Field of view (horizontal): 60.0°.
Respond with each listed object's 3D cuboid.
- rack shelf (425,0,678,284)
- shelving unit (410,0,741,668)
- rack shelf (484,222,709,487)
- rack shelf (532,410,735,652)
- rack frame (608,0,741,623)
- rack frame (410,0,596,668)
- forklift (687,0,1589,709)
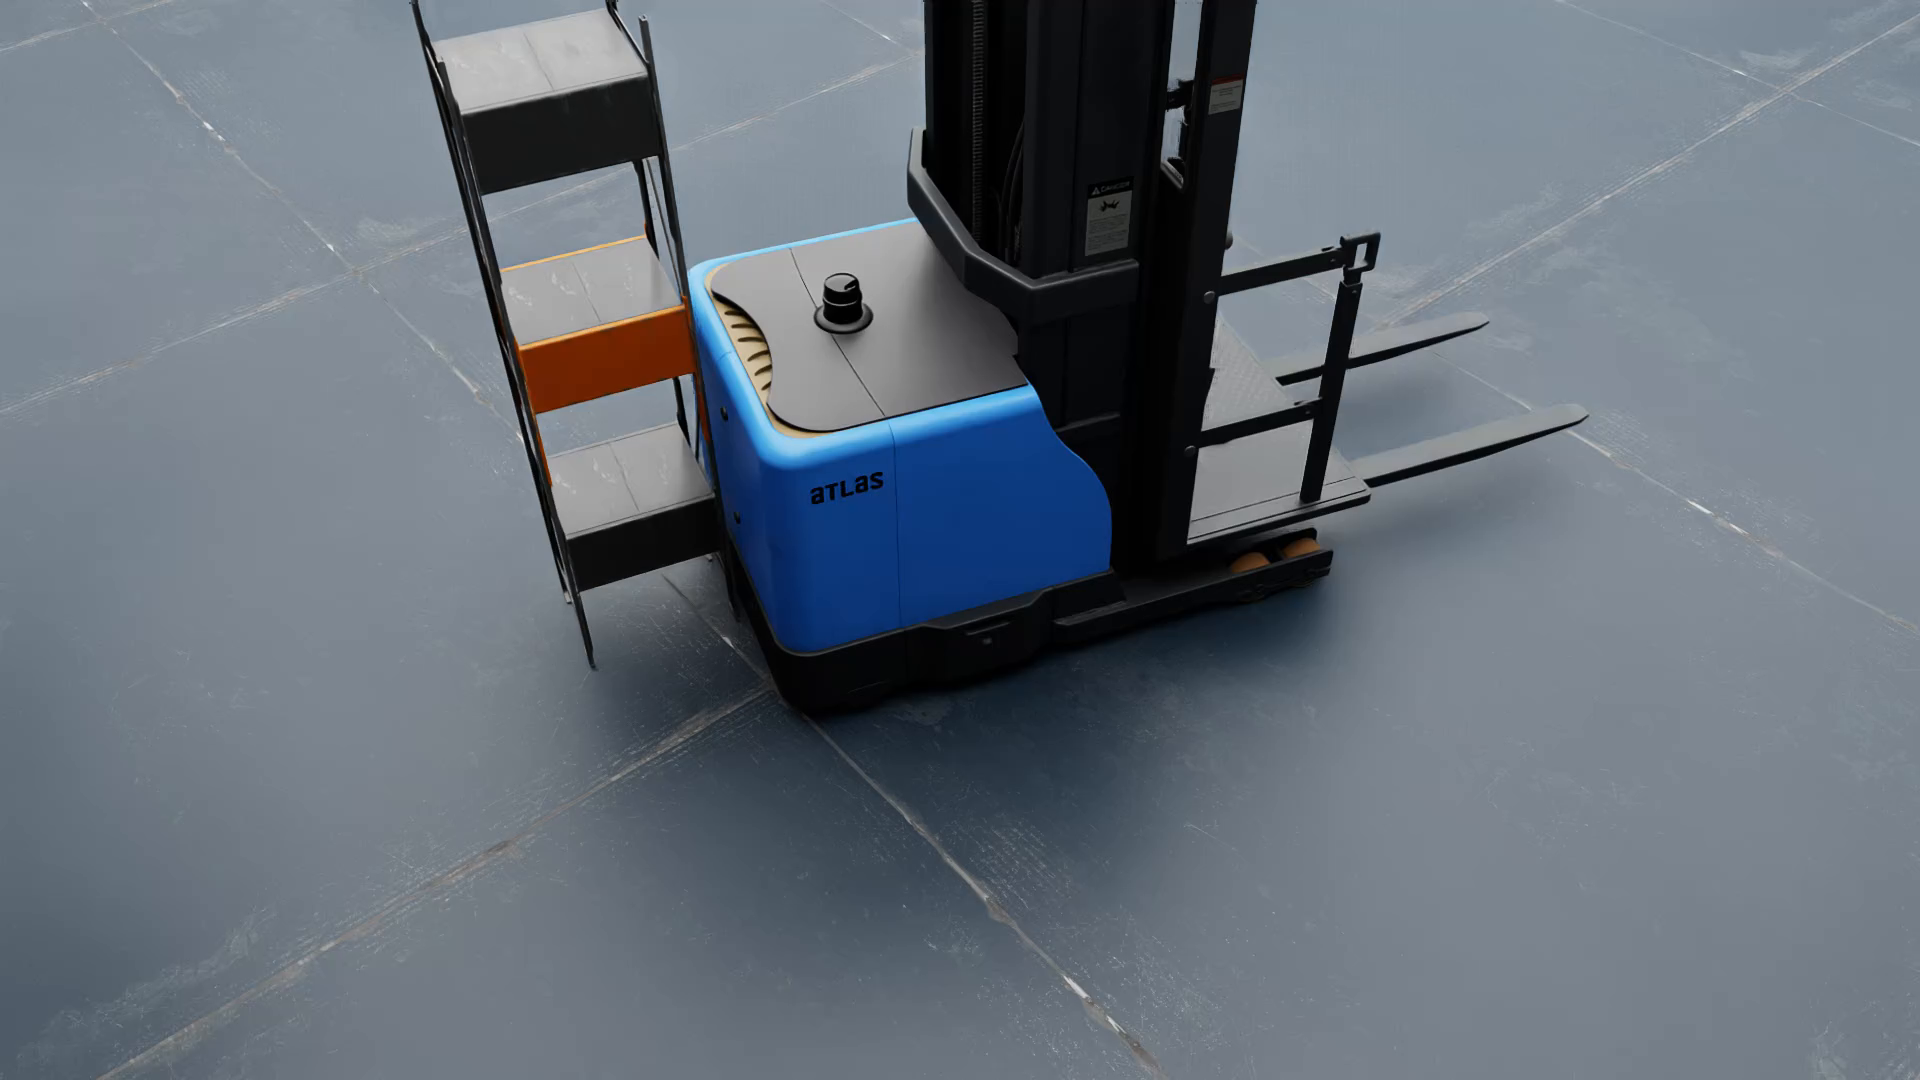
[{"bbox_3d":[-1.056,-1.044,4.319,0.480,0.518,0.431,-17,46,-16],"label":"rack shelf"},{"bbox_3d":[-1.045,-0.547,4.793,0.503,2.100,0.431,-17,46,-16],"label":"shelving unit"},{"bbox_3d":[-1.044,-0.537,4.802,0.480,0.518,0.431,-17,46,-16],"label":"rack shelf"},{"bbox_3d":[-1.033,-0.031,5.285,0.480,0.518,0.431,-17,46,-16],"label":"rack shelf"},{"bbox_3d":[-0.821,-0.617,4.860,0.015,2.100,0.400,-17,46,-16],"label":"rack frame"},{"bbox_3d":[-1.268,-0.478,4.725,0.015,2.100,0.400,-17,46,-16],"label":"rack frame"},{"bbox_3d":[0.702,-1.186,4.872,3.031,2.935,1.130,-15,45,-15],"label":"forklift"}]
